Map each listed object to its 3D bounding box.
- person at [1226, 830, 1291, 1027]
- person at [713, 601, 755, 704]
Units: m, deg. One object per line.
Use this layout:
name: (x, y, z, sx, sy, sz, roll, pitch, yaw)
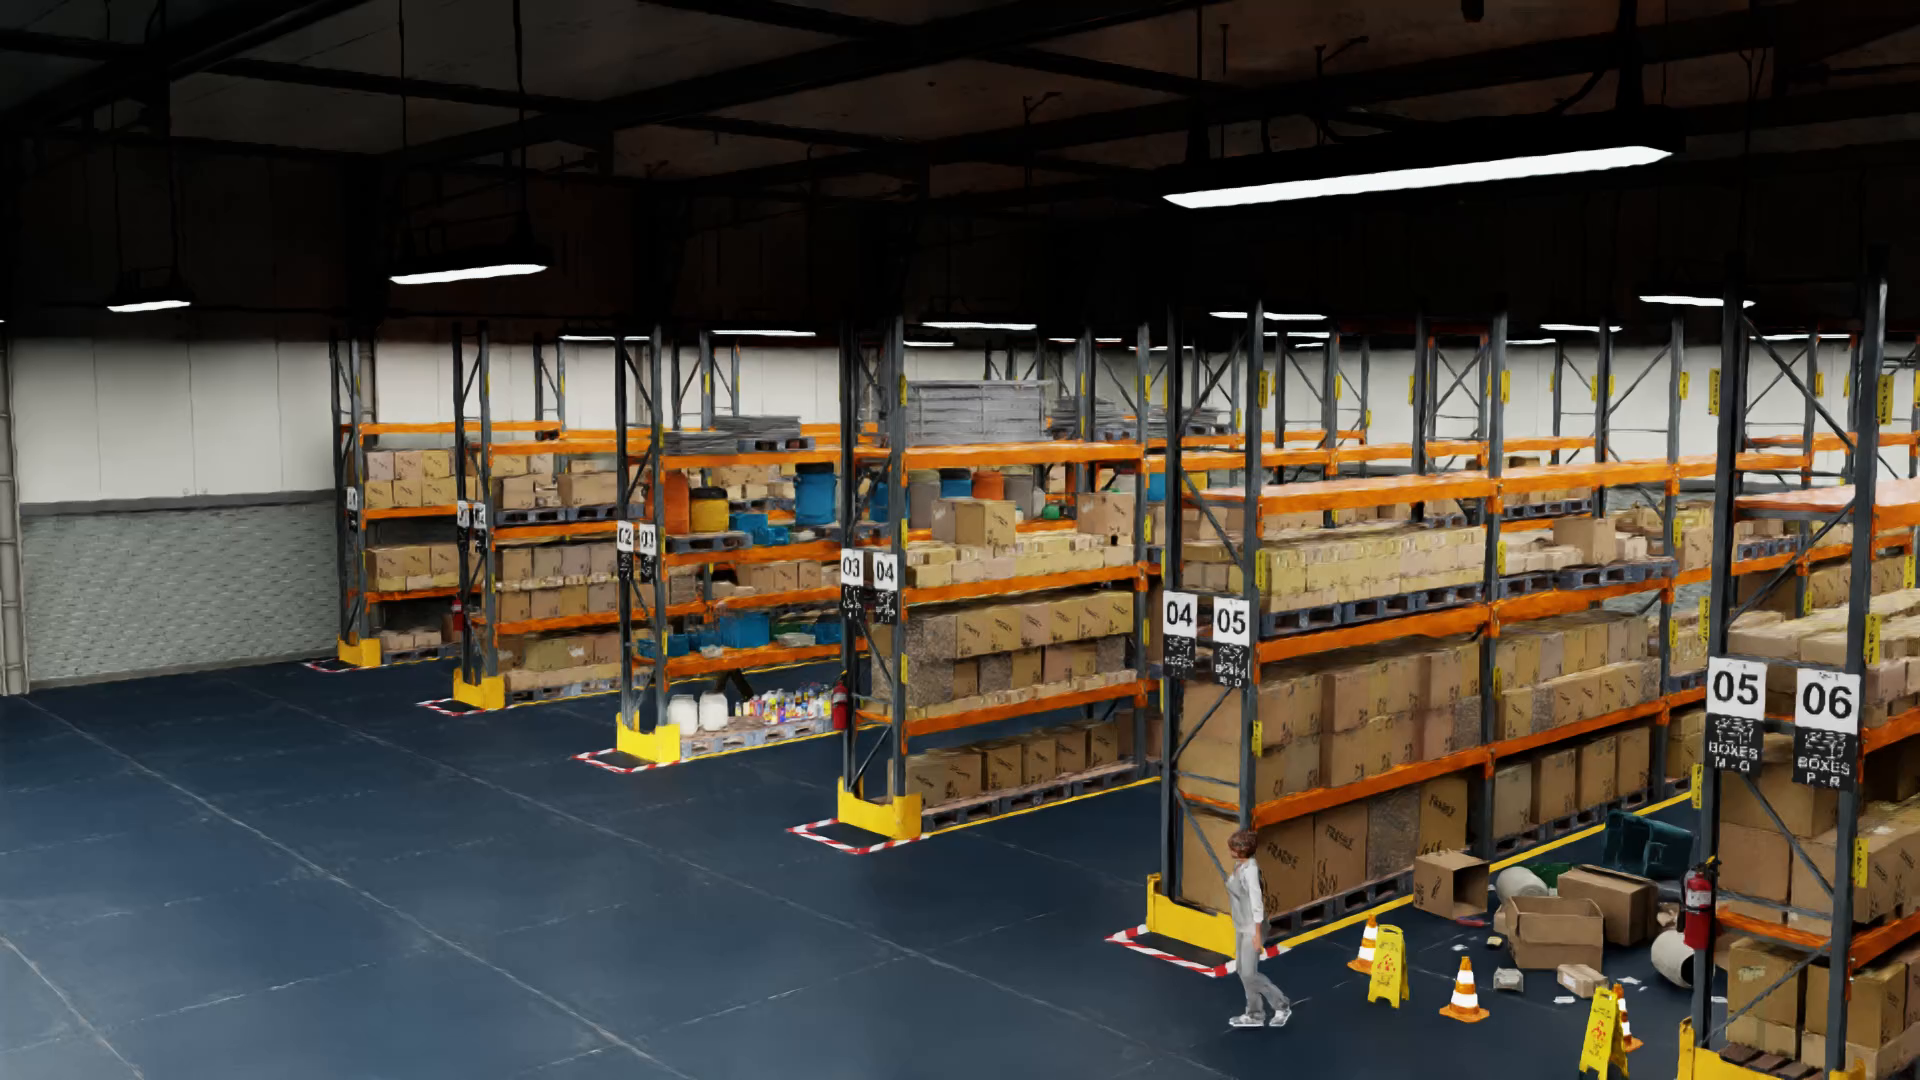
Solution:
person: (2.366, 3.085, 13.150, 0.502, 1.589, 0.473, 0, 6, -3)
person: (-3.615, 1.774, 25.593, 1.193, 1.698, 0.598, -5, 7, -40)
